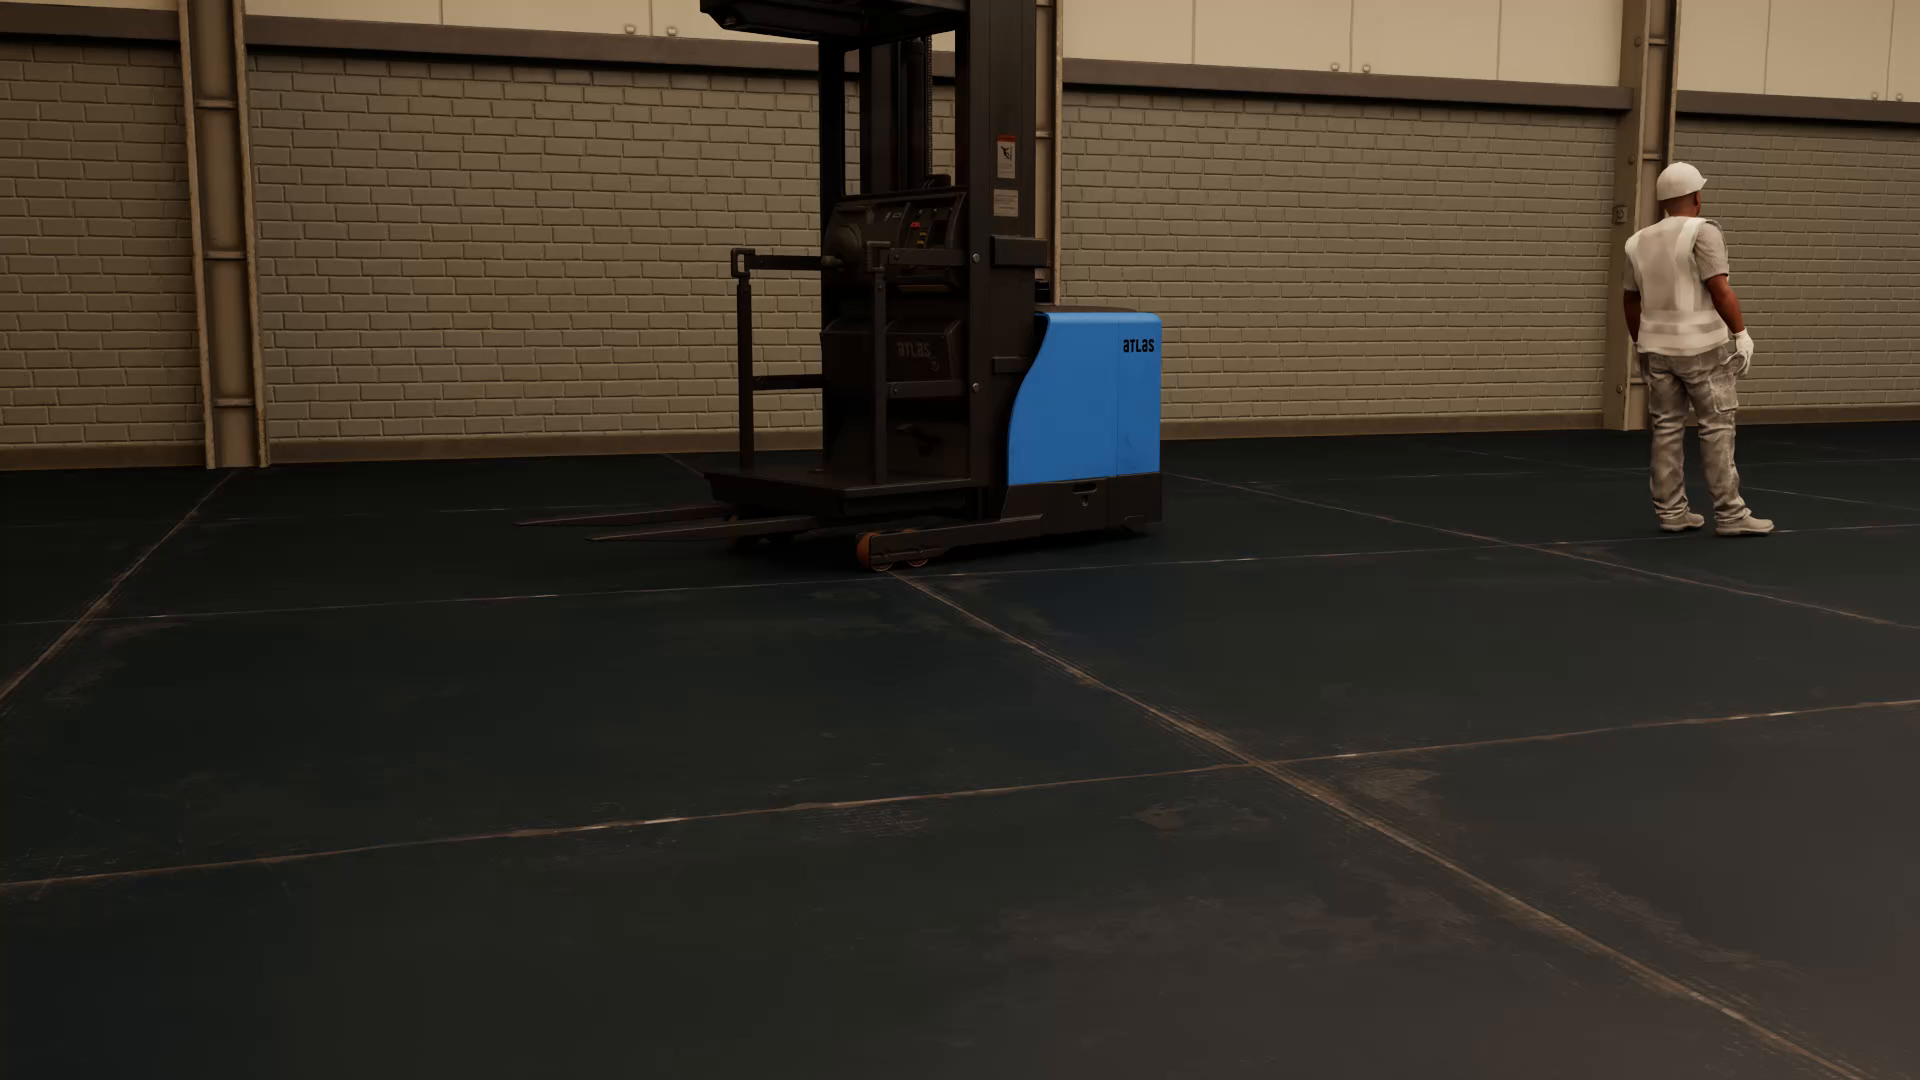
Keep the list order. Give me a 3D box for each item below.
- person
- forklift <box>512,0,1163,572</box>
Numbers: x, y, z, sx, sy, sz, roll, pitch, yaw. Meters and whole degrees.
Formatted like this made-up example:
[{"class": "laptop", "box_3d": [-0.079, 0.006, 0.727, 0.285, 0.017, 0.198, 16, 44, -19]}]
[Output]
[{"class": "person", "box_3d": [3.592, -0.933, 8.116, 0.577, 1.782, 0.656, -4, 9, -26]}, {"class": "forklift", "box_3d": [-0.461, -1.399, 7.333, 3.031, 2.935, 1.130, -7, 10, -40]}]
